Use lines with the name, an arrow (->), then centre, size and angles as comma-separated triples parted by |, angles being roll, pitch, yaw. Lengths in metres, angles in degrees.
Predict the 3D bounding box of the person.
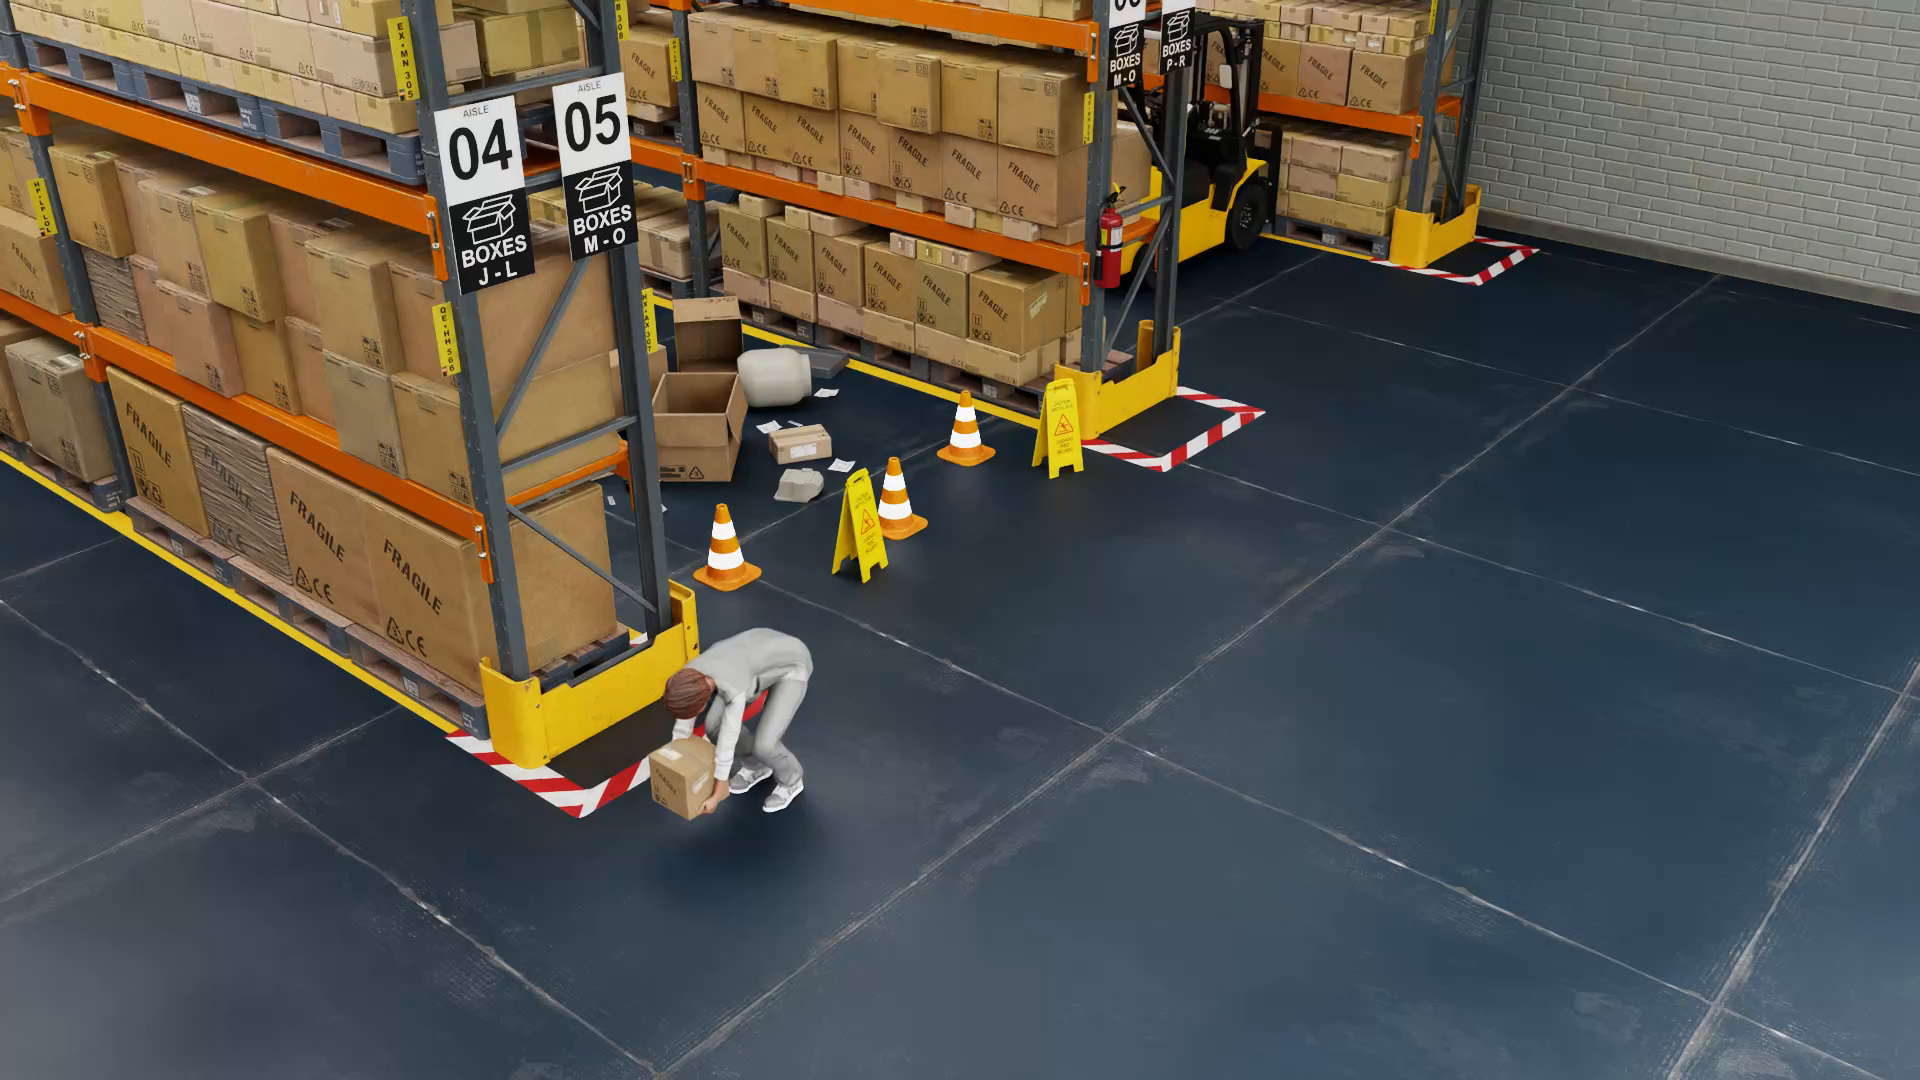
person -> -1.029, 0.846, 7.699 | 0.424, 0.968, 0.862 | 19, 33, 32
